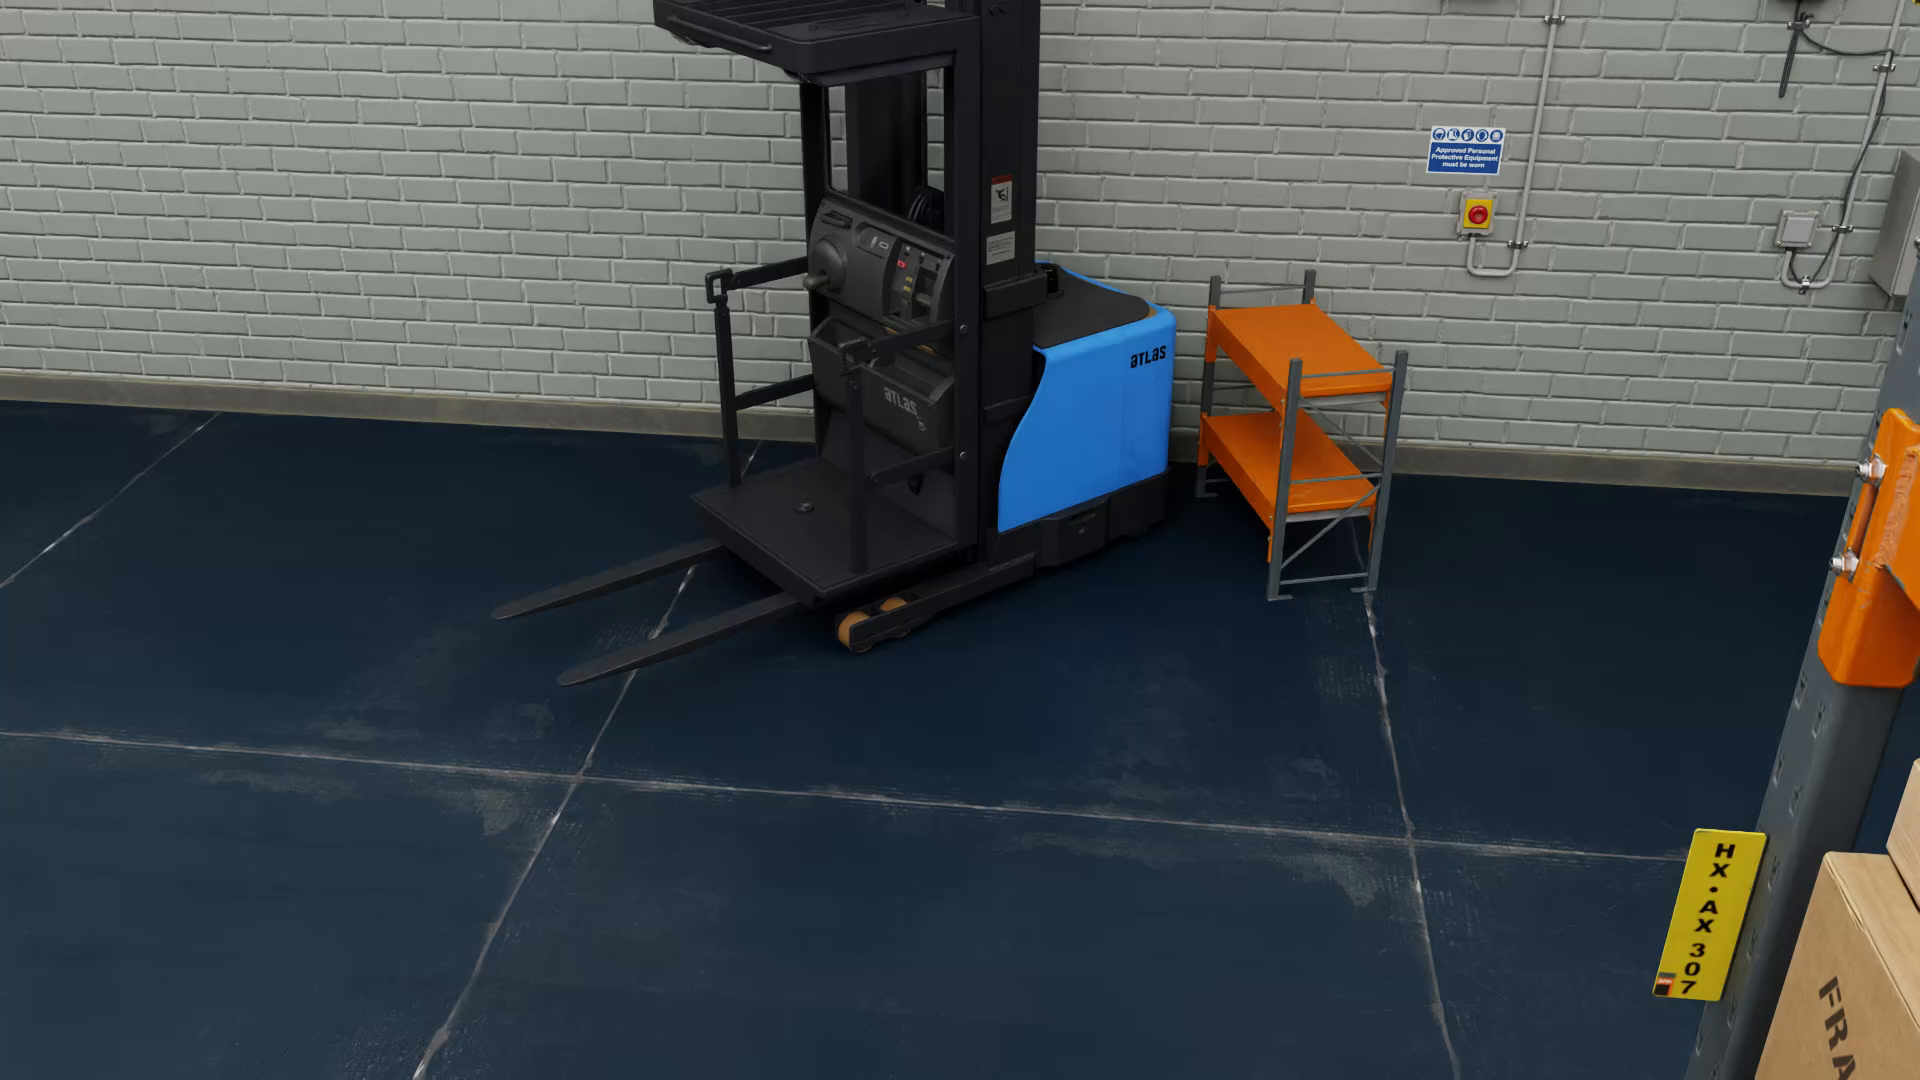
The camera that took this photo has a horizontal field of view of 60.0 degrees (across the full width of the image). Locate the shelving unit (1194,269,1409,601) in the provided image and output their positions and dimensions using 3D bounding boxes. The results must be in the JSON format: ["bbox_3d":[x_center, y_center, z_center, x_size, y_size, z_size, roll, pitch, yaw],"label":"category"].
[{"bbox_3d":[1.493,-0.494,7.481,0.538,1.125,1.048,-5,29,-9],"label":"shelving unit"}]

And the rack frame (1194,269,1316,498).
[{"bbox_3d":[1.397,-0.731,7.920,0.500,1.125,0.032,-5,29,-9],"label":"rack frame"}]

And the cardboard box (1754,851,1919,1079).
[{"bbox_3d":[1.345,0.749,2.037,0.500,0.500,0.500,3,28,5],"label":"cardboard box"}]

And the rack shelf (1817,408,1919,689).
[{"bbox_3d":[1.441,0.962,0.398,1.077,0.370,4.000,3,28,6],"label":"rack shelf"}]

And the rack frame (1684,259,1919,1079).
[{"bbox_3d":[1.686,1.024,2.686,1.000,3.000,0.127,3,28,6],"label":"rack frame"}]

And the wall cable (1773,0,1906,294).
[{"bbox_3d":[3.763,-2.002,7.232,0.588,1.984,0.122,3,28,6],"label":"wall cable"}]

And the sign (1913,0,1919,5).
[{"bbox_3d":[1.136,-0.751,1.814,0.100,0.325,0.005,3,28,6],"label":"sign"}]

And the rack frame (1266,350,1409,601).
[{"bbox_3d":[1.588,-0.257,7.041,0.500,1.125,0.032,-5,29,-9],"label":"rack frame"}]

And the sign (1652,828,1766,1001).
[{"bbox_3d":[1.136,0.573,2.527,0.100,0.325,0.005,3,28,6],"label":"sign"}]

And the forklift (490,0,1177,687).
[{"bbox_3d":[-0.500,-1.108,6.717,3.031,2.935,1.130,-20,34,-32],"label":"forklift"}]

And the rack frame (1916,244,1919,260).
[{"bbox_3d":[1.686,-1.617,1.263,1.000,3.000,0.127,3,28,6],"label":"rack frame"}]

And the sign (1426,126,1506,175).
[{"bbox_3d":[2.314,-1.782,7.610,0.327,0.218,0.001,3,28,6],"label":"sign"}]

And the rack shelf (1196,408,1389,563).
[{"bbox_3d":[1.493,-0.279,7.597,0.538,0.278,1.000,-5,29,-9],"label":"rack shelf"}]

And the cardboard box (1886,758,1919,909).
[{"bbox_3d":[1.368,0.406,1.991,0.380,0.149,0.250,4,29,7],"label":"cardboard box"}]

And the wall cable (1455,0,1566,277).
[{"bbox_3d":[2.354,-2.092,7.367,0.585,1.953,0.123,3,28,6],"label":"wall cable"}]

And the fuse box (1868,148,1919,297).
[{"bbox_3d":[4.421,-0.873,7.567,0.539,1.711,0.414,3,28,6],"label":"fuse box"}]

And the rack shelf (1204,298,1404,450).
[{"bbox_3d":[1.493,-0.751,7.342,0.538,0.278,1.000,-5,29,-9],"label":"rack shelf"}]
